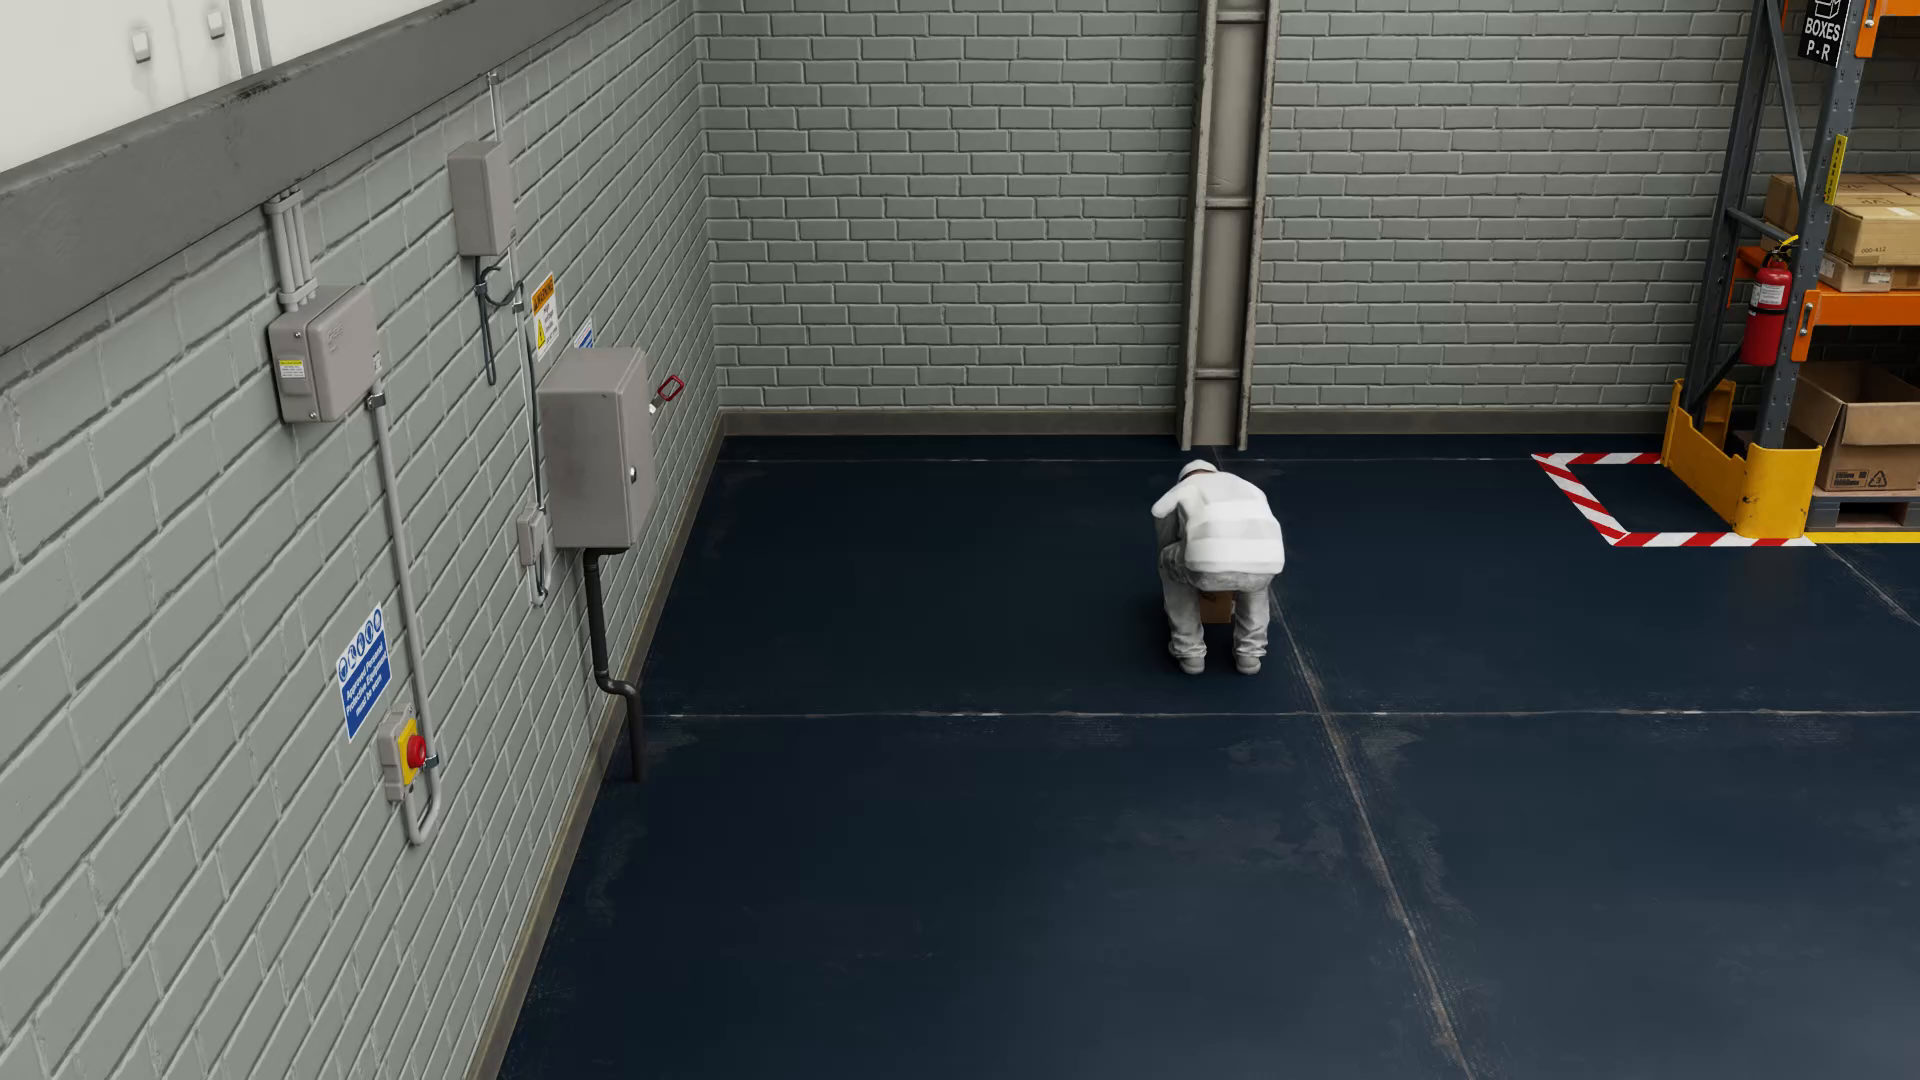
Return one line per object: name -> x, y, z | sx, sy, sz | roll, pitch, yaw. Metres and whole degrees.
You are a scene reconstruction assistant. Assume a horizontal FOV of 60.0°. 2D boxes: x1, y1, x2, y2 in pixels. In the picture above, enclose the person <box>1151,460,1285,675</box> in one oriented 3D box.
person -> 1.143, 0.114, 7.540 | 0.544, 0.837, 0.991 | -1, 24, -2
